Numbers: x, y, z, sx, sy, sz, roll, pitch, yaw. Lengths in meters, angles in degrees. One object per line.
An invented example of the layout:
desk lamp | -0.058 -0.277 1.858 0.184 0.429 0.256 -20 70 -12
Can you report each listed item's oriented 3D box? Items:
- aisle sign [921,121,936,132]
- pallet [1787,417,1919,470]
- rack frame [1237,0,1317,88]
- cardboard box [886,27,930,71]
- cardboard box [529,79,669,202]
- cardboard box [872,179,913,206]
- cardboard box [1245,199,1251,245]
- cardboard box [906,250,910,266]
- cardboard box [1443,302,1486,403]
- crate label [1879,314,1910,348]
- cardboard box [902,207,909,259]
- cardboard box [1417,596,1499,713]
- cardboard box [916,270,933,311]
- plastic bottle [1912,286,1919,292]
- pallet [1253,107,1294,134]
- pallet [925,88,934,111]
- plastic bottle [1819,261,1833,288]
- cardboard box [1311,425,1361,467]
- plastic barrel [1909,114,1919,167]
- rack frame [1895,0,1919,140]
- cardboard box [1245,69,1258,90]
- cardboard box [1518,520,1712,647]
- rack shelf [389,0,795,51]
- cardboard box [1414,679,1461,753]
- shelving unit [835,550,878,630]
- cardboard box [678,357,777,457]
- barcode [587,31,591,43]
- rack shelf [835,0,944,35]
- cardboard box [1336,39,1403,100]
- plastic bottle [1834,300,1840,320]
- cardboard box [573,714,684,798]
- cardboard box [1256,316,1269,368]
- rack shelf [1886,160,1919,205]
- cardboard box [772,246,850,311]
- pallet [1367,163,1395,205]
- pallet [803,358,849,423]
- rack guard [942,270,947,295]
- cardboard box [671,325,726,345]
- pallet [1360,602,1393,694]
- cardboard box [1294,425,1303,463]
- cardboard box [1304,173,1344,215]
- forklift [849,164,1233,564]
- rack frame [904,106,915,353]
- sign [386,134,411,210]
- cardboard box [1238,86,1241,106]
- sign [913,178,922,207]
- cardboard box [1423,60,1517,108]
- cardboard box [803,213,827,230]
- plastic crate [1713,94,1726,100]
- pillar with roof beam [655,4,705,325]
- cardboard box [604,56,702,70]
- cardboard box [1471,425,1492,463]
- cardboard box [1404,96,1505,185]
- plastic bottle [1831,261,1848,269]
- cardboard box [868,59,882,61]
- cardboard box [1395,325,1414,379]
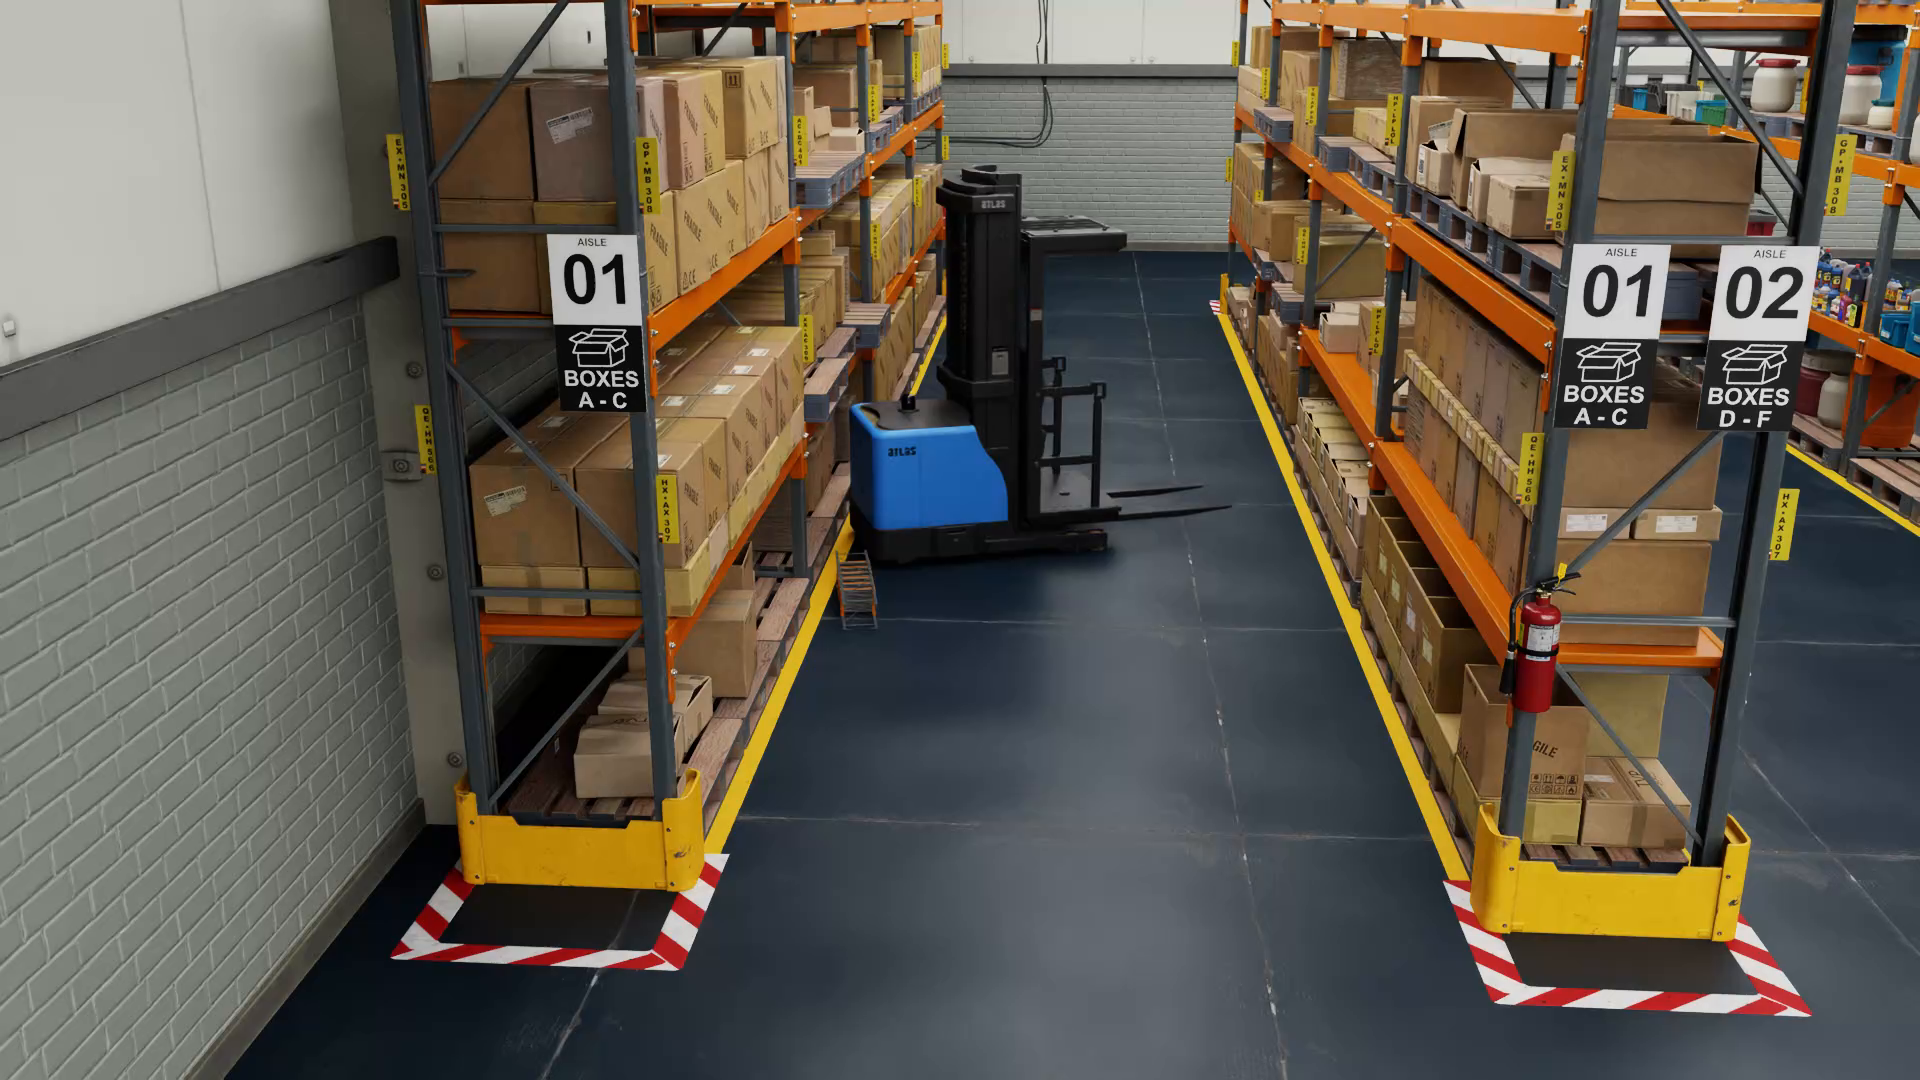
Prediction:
aisle sign | -0.438 -5.962 22.626 0.394 0.787 0.004 1 18 4
pallet | 8.580 -0.926 15.910 1.003 0.211 1.213 1 18 4
rack frame | 4.199 -7.452 21.715 1.000 3.000 0.127 1 18 4
cardboard box | -0.638 -5.955 20.163 0.500 0.500 0.500 1 18 4
cardboard box | -1.620 -1.814 7.525 0.500 0.500 0.500 0 18 0
cardboard box | -0.808 -3.873 18.550 0.500 0.250 0.500 2 18 5
cardboard box | 3.762 -3.888 20.309 0.500 0.500 0.500 2 18 5
cardboard box | -0.766 -3.169 18.647 0.380 0.149 0.250 2 18 5
cardboard box | 3.241 -1.088 9.683 0.700 0.500 0.500 1 18 4
crate label | 8.161 -1.803 14.378 0.303 0.233 0.416 1 18 4
cardboard box | -0.838 -3.359 18.188 0.500 0.500 0.500 1 18 4
cardboard box | 2.850 0.634 9.207 0.500 0.500 0.500 1 18 4
cardboard box | -0.729 -3.348 22.162 0.700 0.500 0.500 1 18 4
plastic bottle | 9.007 -2.261 15.694 0.061 0.283 0.133 1 18 4
pallet | 3.795 -4.494 17.807 1.213 0.211 1.003 1 18 4
pallet | -0.870 -5.484 20.667 1.003 0.211 1.213 1 18 4
plastic bottle | 8.949 -2.742 17.180 0.097 0.271 0.097 0 18 0
cardboard box | 3.227 -0.799 13.884 0.500 0.311 0.500 1 18 2
plastic barrel | 8.238 -3.394 13.968 0.421 0.512 0.421 0 18 0
rack frame | 8.565 -4.856 13.791 1.000 3.000 0.127 1 18 4
cardboard box | 3.830 -5.729 20.711 0.500 0.250 0.500 1 18 4
cardboard box | 3.098 0.175 7.910 0.700 0.500 0.500 1 18 4
rack shelf | -1.746 -2.870 8.892 1.077 0.370 4.000 1 18 4
cardboard box | 2.853 0.991 9.324 0.500 0.250 0.500 1 18 4
shelving unit | -0.756 0.349 12.044 0.258 0.189 1.200 -2 18 -6
cardboard box | -1.405 -0.814 10.093 0.500 0.500 0.500 1 18 2
barcode | -2.131 -2.890 9.558 0.001 0.075 0.075 1 18 4
rack shelf | -0.886 -6.409 20.328 1.077 0.370 4.000 1 18 4
cardboard box | 3.663 -4.200 14.841 0.500 0.500 0.500 1 18 4
plastic bottle | 8.212 -2.153 15.496 0.097 0.201 0.097 0 18 0
cardboard box | -1.750 1.114 8.818 0.500 0.311 0.500 -1 18 -2
cardboard box | 3.634 -2.236 18.737 0.500 0.500 0.500 0 18 1
rack shelf | 8.422 -2.468 12.475 1.077 0.370 4.000 1 18 4
cardboard box | -1.340 -2.337 14.870 0.700 0.500 0.500 -1 18 -3
pallet | 3.389 -2.483 11.675 0.805 0.209 1.217 1 18 2
pallet | -1.403 -1.127 12.353 1.003 0.211 1.213 1 18 4
rack guard | -0.741 -3.531 23.395 1.175 0.500 0.348 1 18 4
cardboard box | -1.845 -1.137 11.081 0.500 0.500 0.500 1 18 3
pallet | 3.240 0.696 10.958 1.003 0.211 1.213 1 18 4
cardboard box | 3.295 -0.854 14.953 0.500 0.250 0.500 1 18 4
cardboard box | 4.226 -4.022 19.114 0.500 0.500 0.500 2 18 5
forklift | 0.679 -1.439 13.109 3.031 2.935 1.130 -5 19 -14
rack frame | -1.029 -3.469 19.192 1.000 3.000 0.127 1 18 4
sign | -2.442 -1.607 7.270 0.100 0.325 0.005 1 18 4
cardboard box | 3.908 -5.802 21.736 0.500 0.250 0.500 1 18 4
sign | -0.487 -3.972 18.996 0.100 0.325 0.005 1 18 4
cardboard box | 3.422 -2.975 11.231 0.500 0.500 0.500 2 18 5
cardboard box | -1.542 -2.928 15.666 0.500 0.250 0.500 2 18 5
plastic crate | 9.353 -5.502 20.920 0.450 0.188 0.336 1 18 4
pillar with roof beam | 2.022 -4.597 13.000 9.100 9.000 0.400 1 18 4
cardboard box | -1.923 -2.796 10.523 0.500 0.500 0.500 2 18 5
cardboard box | 2.980 -0.513 8.970 0.380 0.149 0.250 2 18 5
cardboard box | 3.039 -2.463 10.246 0.500 0.500 0.500 3 18 8
plastic bottle | 9.074 -2.747 17.189 0.152 0.276 0.135 1 18 4
cardboard box | -1.202 -4.880 17.814 0.700 0.500 0.500 0 18 1
cardboard box | 3.447 -1.324 12.486 0.500 0.500 0.500 3 18 8
